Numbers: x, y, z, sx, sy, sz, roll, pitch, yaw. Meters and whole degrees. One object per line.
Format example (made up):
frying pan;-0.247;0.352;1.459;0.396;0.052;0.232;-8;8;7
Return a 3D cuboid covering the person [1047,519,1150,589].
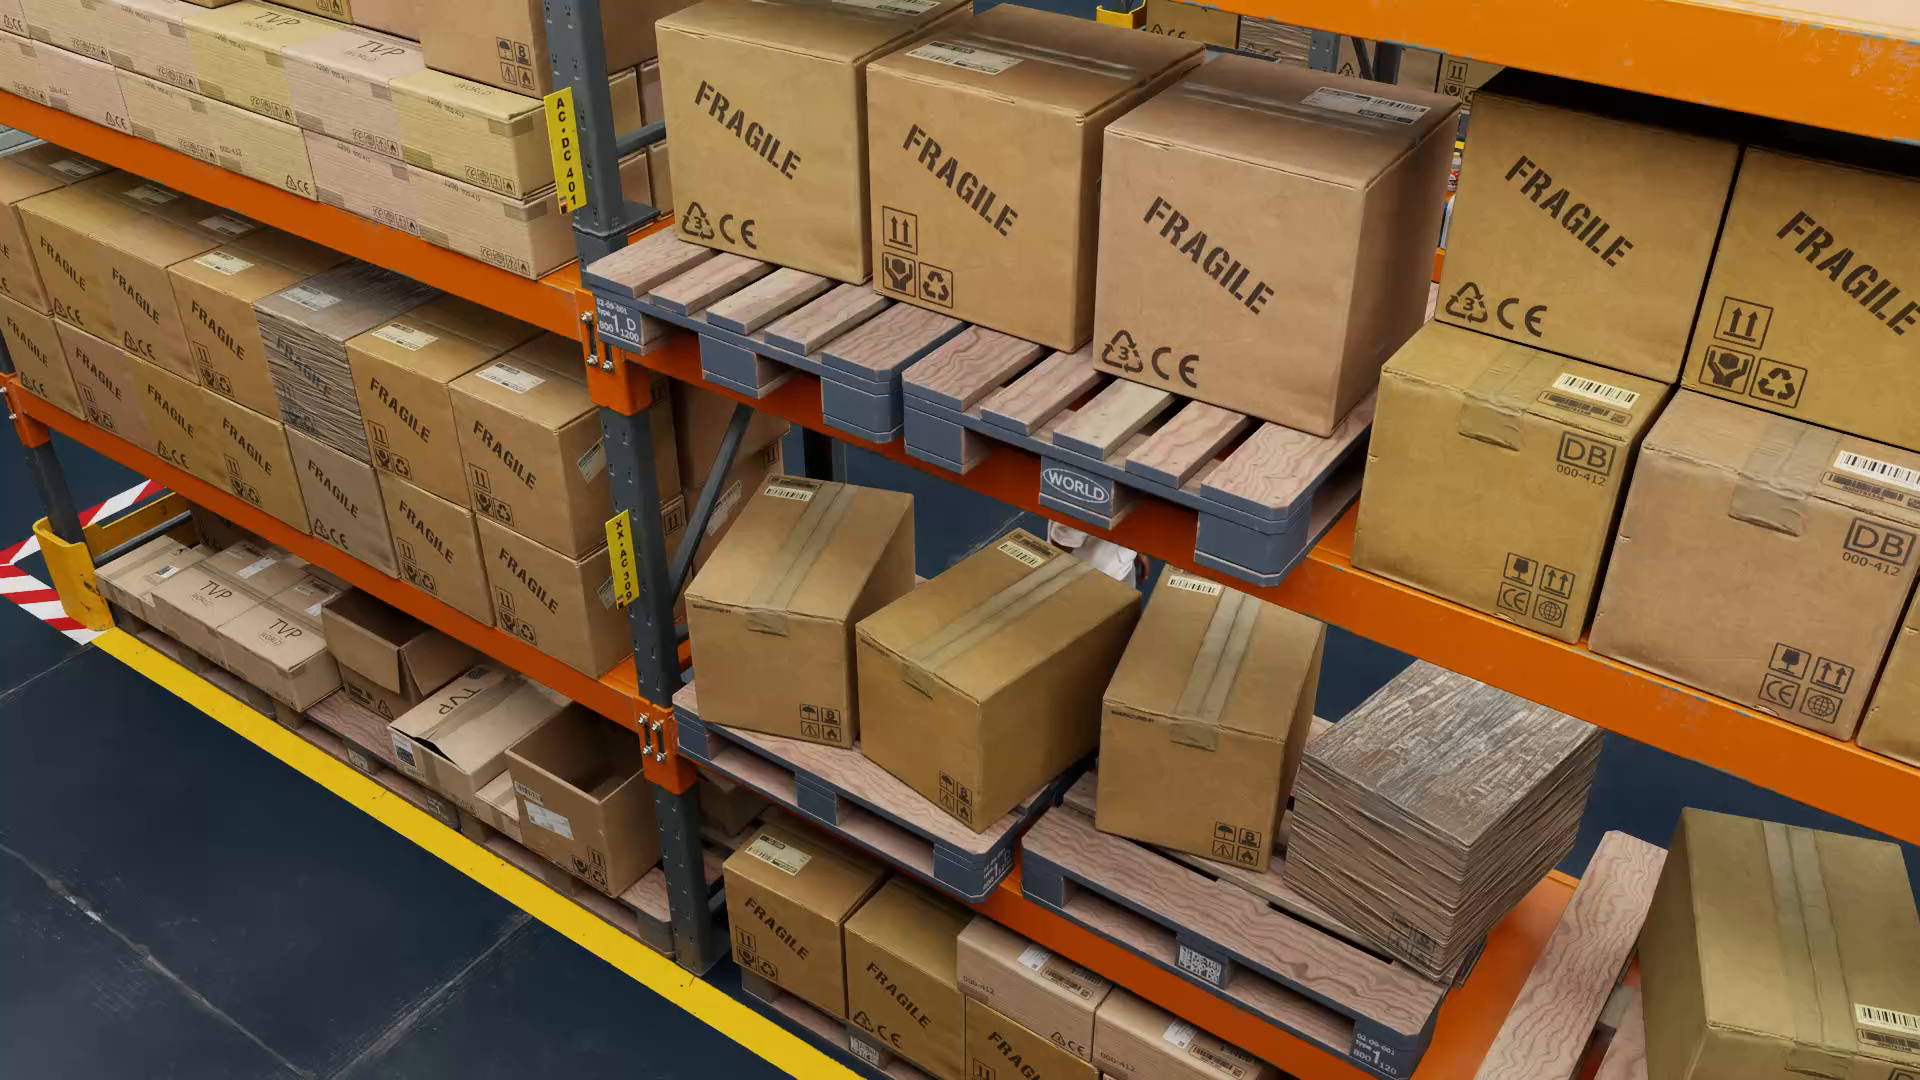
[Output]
person;0.592;0.145;6.914;0.458;1.761;0.626;22;40;29
